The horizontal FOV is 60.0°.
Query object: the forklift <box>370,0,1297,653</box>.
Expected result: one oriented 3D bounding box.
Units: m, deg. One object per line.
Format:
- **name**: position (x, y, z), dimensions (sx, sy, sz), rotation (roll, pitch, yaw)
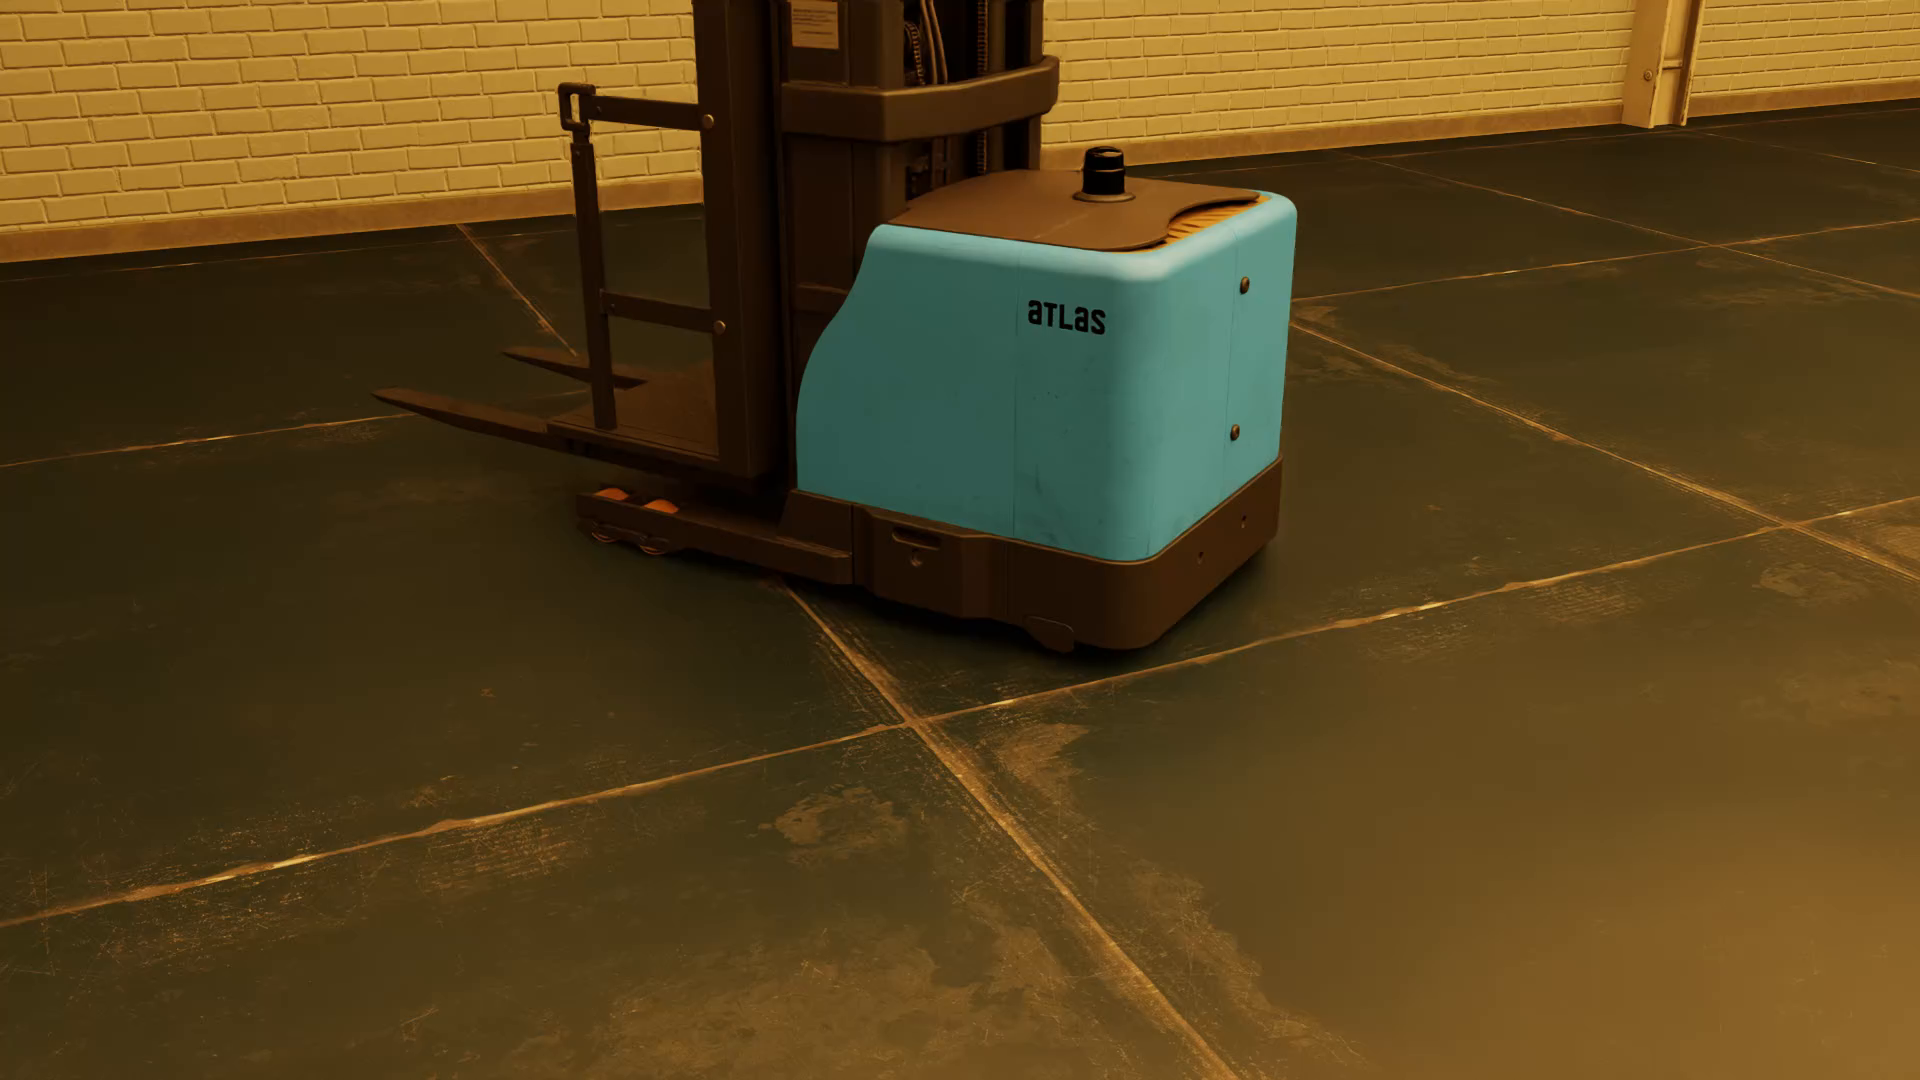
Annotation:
- **forklift**: position (-0.575, -1.464, 4.811), dimensions (3.031, 2.935, 1.130), rotation (13, 26, 29)
